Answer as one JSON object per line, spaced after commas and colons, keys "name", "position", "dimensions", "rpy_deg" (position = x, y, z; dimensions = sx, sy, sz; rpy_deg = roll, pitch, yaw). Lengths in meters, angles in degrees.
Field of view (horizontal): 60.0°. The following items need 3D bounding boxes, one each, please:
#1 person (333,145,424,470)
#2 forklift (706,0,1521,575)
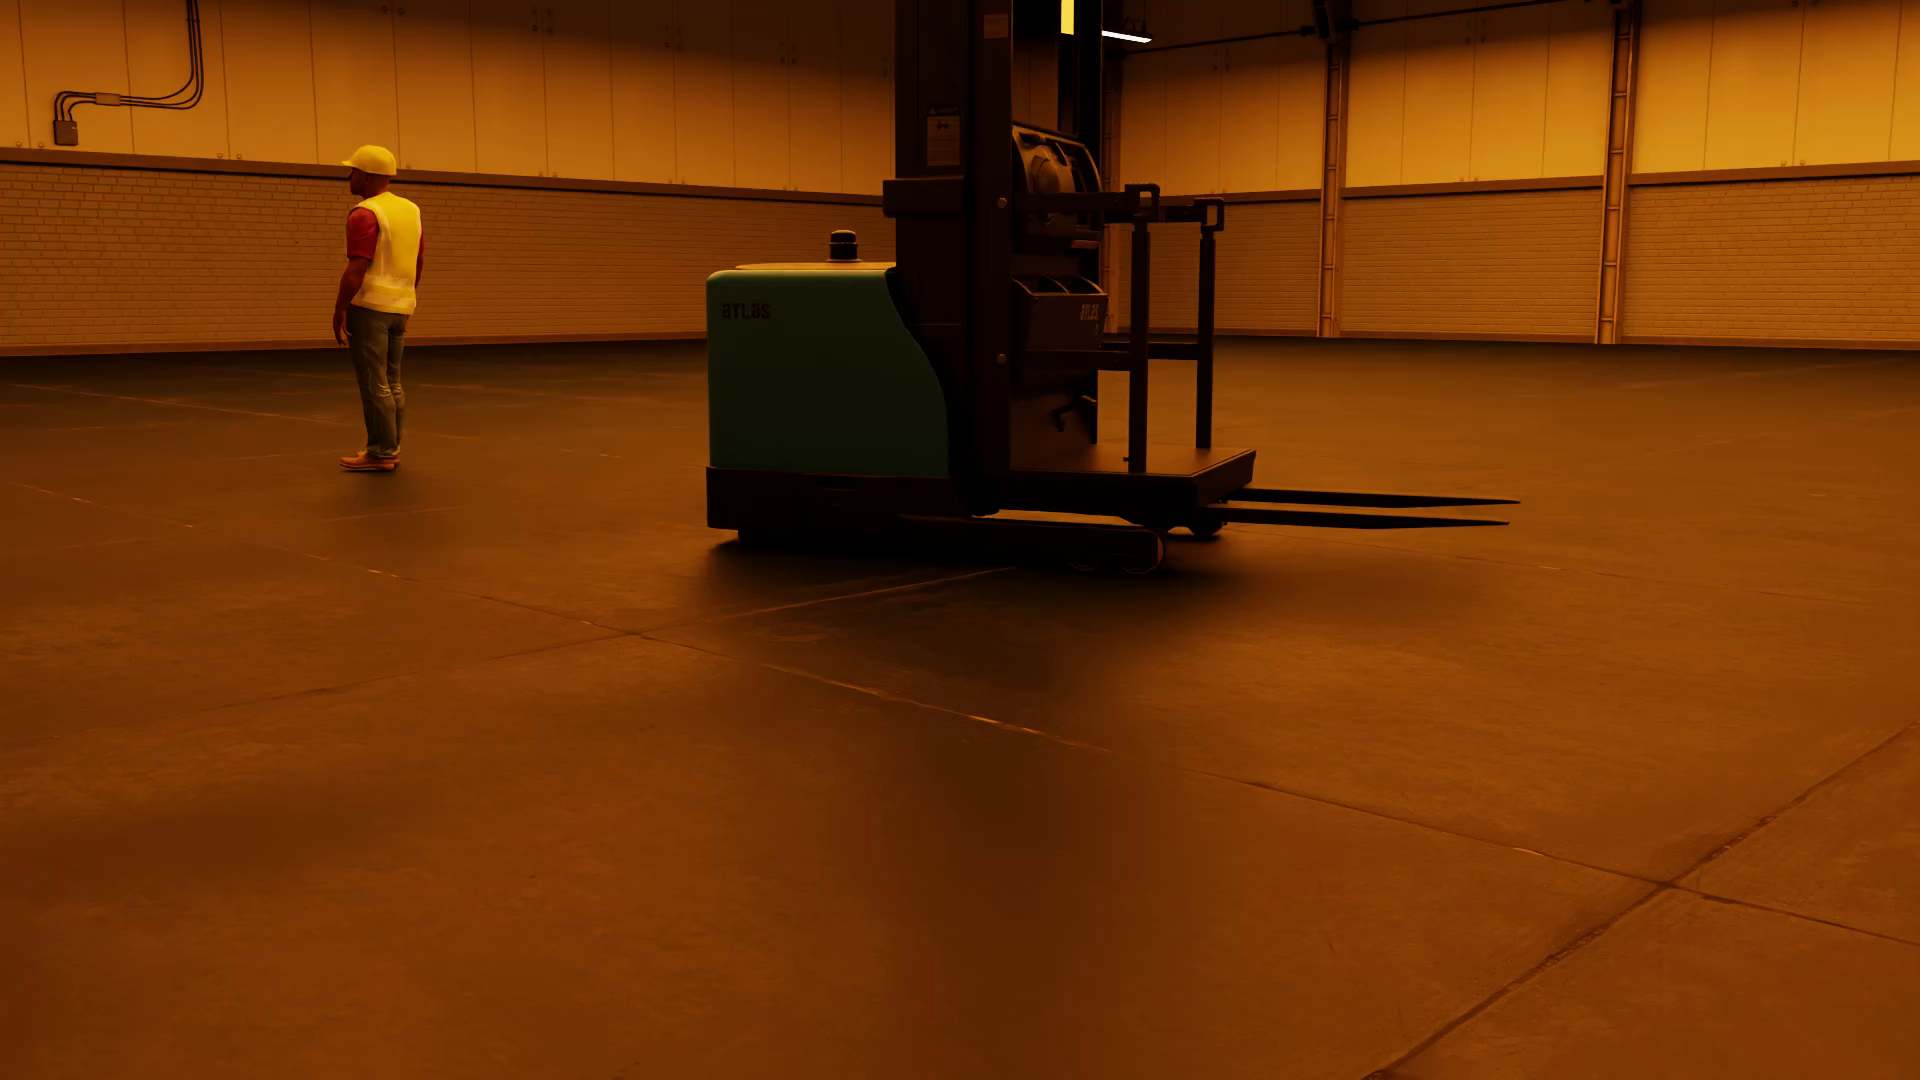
{"name": "person", "position": [-3.281, -1.272, 9.186], "dimensions": [0.577, 1.766, 0.665], "rpy_deg": [2, 9, 14]}
{"name": "forklift", "position": [0.565, -1.416, 6.275], "dimensions": [3.031, 2.935, 1.130], "rpy_deg": [3, 9, 22]}
